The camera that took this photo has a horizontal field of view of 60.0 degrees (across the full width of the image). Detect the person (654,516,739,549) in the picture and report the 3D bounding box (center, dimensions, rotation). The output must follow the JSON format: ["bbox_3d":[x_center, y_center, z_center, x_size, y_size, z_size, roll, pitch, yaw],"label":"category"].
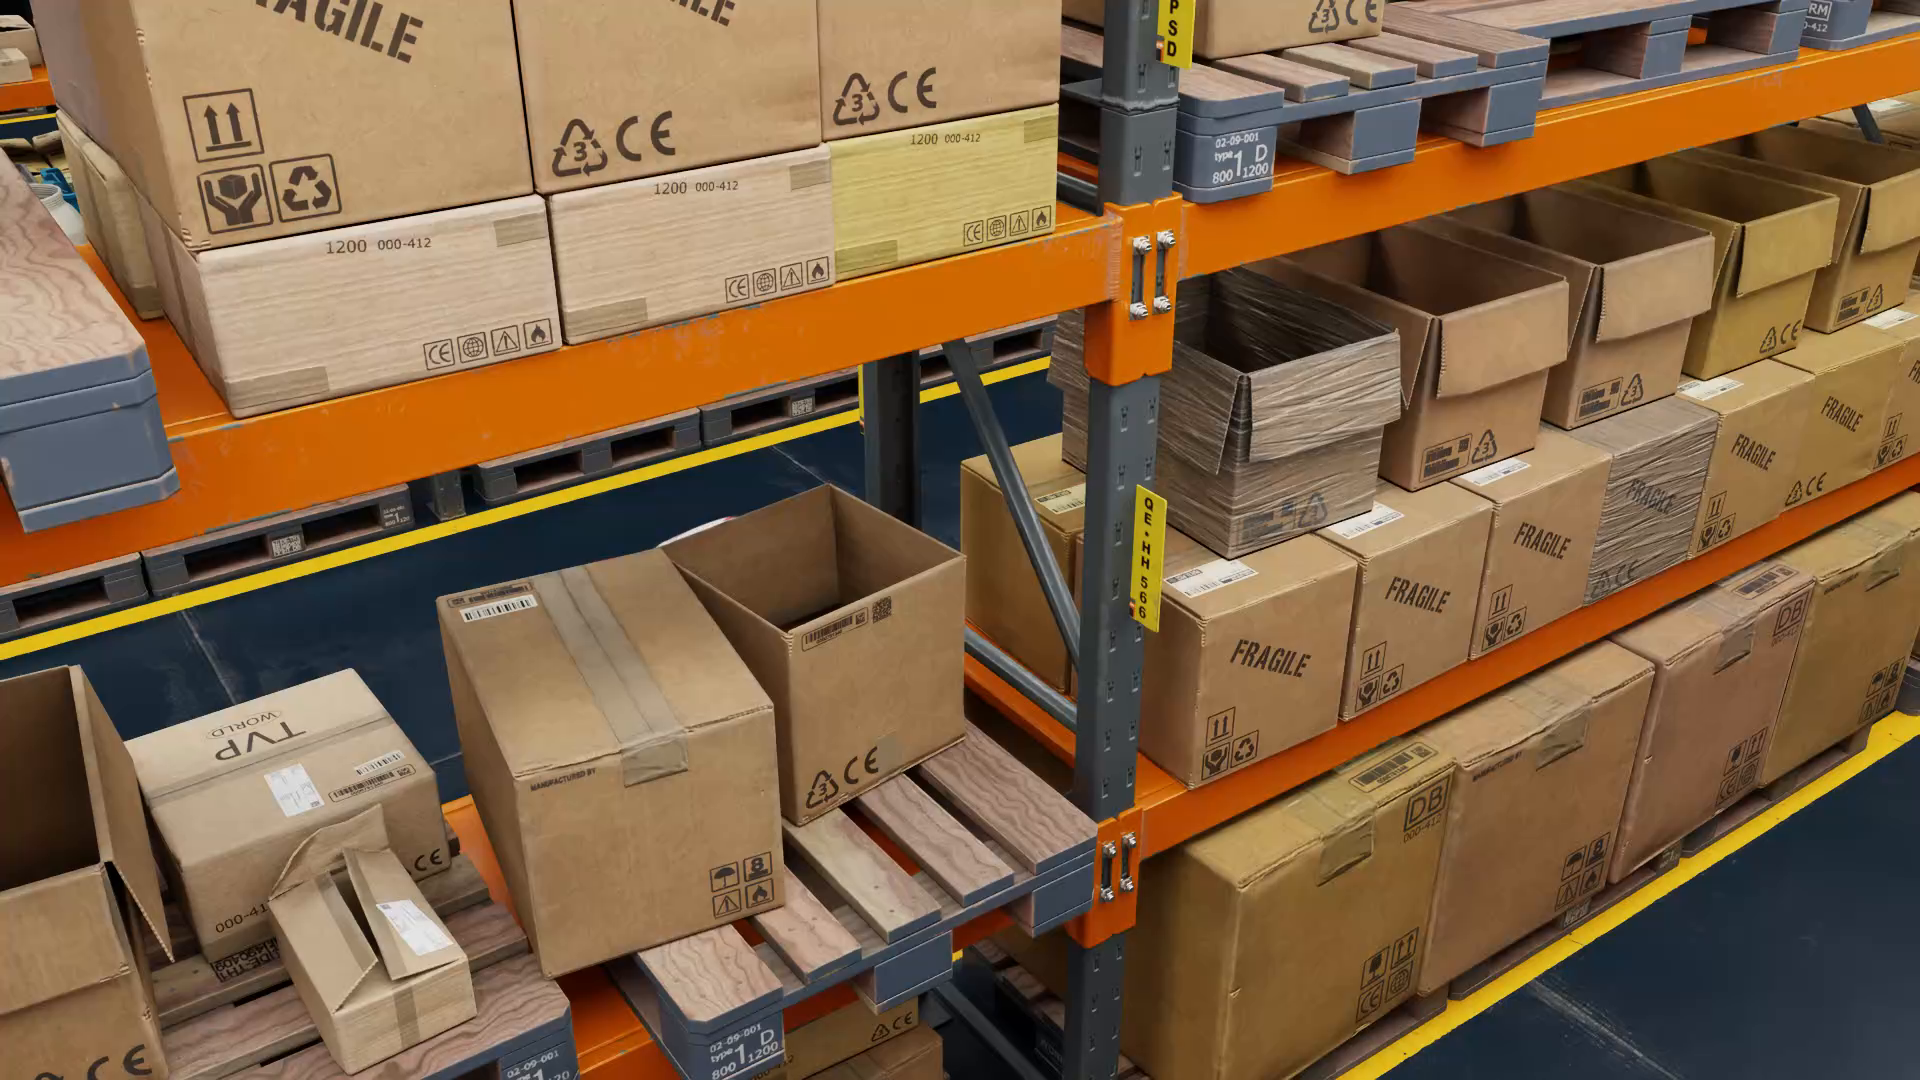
[{"bbox_3d":[-1.044,0.384,6.435,0.966,0.844,0.530,-20,34,-32],"label":"person"}]
